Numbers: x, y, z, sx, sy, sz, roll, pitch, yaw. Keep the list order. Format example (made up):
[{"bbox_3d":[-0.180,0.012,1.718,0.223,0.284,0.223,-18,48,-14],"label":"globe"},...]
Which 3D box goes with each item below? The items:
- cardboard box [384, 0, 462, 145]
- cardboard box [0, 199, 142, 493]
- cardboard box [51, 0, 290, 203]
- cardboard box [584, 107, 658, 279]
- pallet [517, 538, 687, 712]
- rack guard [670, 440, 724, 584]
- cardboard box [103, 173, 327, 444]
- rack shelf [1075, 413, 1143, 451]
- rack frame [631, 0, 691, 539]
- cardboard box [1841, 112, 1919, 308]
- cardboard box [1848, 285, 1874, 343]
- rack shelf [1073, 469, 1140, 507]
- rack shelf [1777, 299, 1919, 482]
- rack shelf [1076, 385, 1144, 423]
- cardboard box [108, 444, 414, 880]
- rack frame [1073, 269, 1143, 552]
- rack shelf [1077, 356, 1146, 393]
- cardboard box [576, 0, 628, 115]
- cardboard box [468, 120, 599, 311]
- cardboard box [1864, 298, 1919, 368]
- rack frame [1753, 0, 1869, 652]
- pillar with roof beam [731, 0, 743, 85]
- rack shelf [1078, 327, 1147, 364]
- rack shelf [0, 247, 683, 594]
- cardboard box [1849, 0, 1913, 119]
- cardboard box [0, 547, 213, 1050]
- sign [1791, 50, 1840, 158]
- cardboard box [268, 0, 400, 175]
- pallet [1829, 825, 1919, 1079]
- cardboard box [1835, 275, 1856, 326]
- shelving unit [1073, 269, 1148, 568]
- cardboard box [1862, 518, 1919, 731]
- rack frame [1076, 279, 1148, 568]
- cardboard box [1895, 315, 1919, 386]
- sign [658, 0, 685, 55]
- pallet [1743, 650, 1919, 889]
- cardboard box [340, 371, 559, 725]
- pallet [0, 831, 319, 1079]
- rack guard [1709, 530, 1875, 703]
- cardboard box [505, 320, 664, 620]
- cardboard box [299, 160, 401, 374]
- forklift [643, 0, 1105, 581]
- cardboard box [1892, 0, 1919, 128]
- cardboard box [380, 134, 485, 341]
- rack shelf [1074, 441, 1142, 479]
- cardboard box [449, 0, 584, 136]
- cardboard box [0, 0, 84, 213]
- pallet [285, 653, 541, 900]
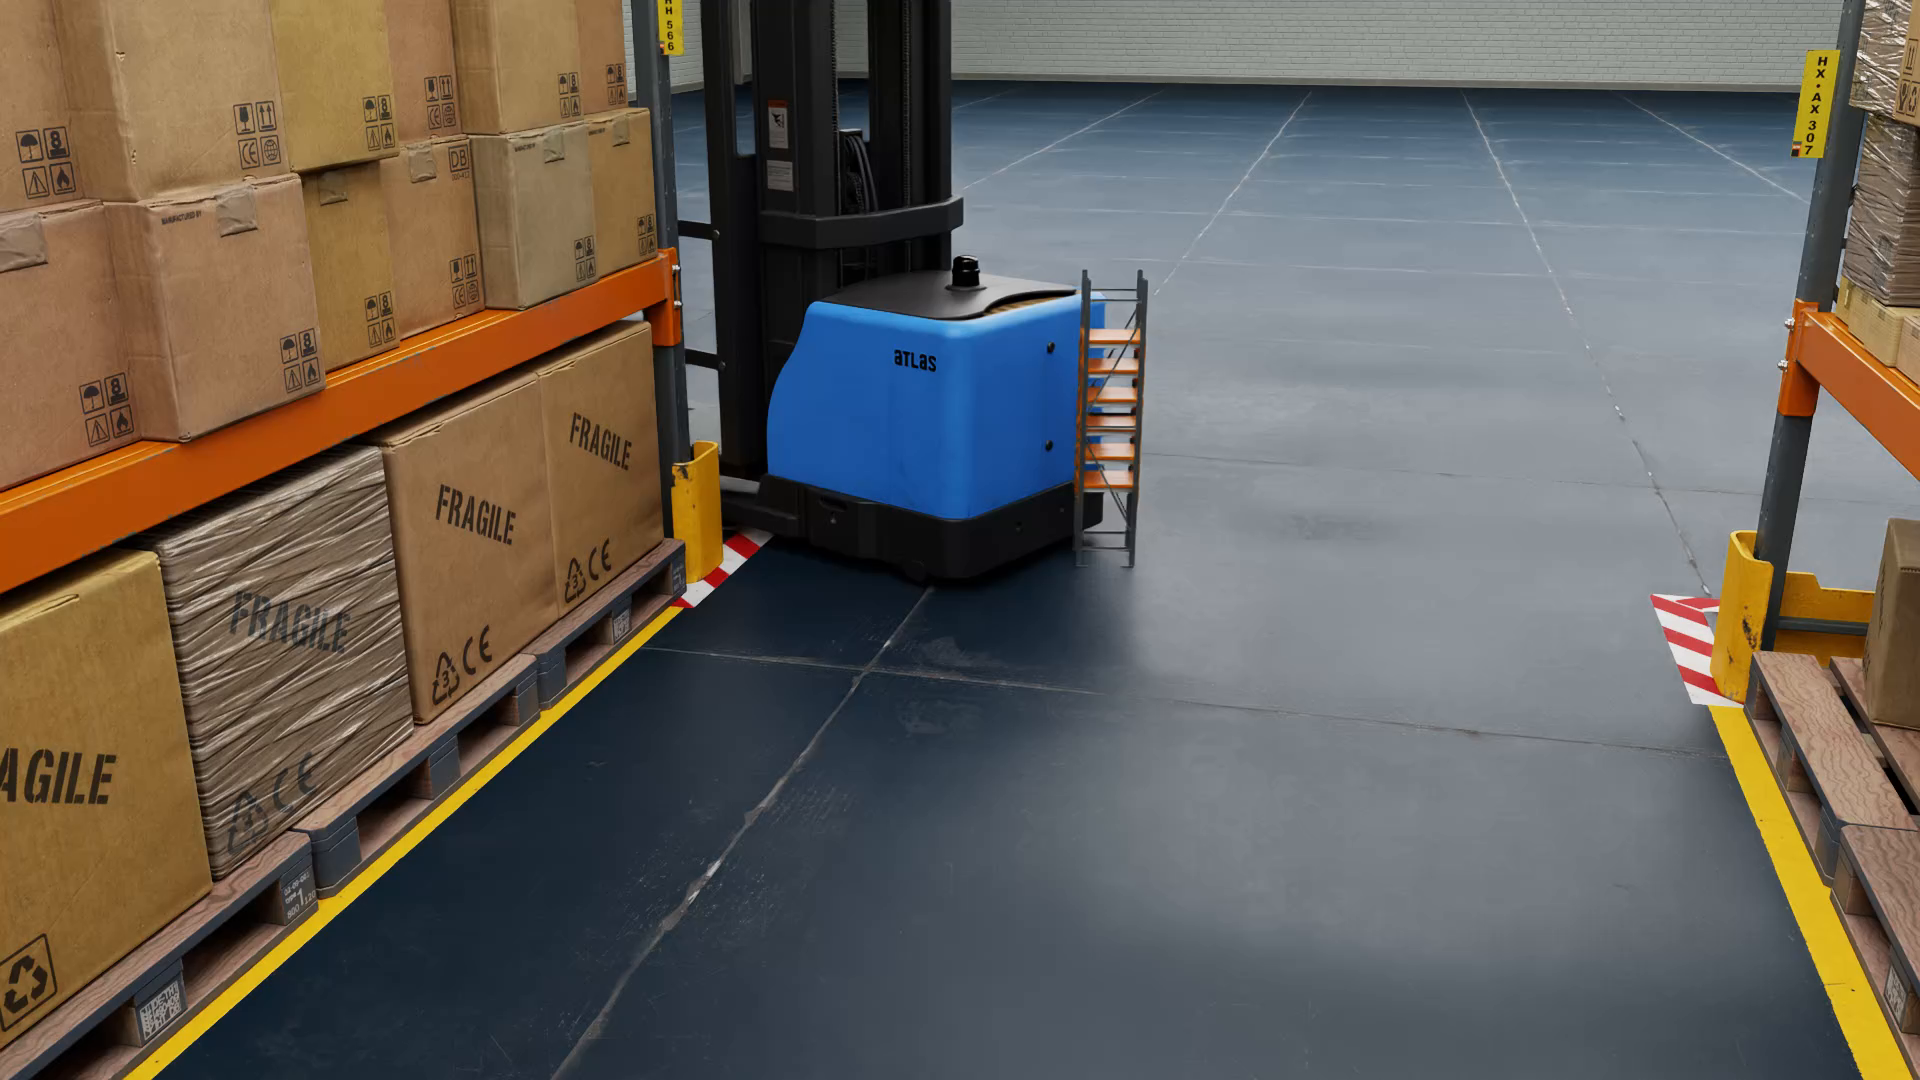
[{"bbox_3d":[-2.028,-1.455,4.905,0.875,0.550,0.550,5,19,13],"label":"cardboard box"},{"bbox_3d":[-2.372,-0.439,3.600,0.875,0.550,0.550,5,19,13],"label":"cardboard box"},{"bbox_3d":[-2.153,-1.112,3.901,0.875,0.550,0.550,5,19,13],"label":"cardboard box"},{"bbox_3d":[-1.633,-1.282,6.069,0.875,0.550,0.550,5,19,13],"label":"cardboard box"},{"bbox_3d":[-1.706,0.245,6.143,1.003,0.211,1.213,5,19,13],"label":"pallet"},{"bbox_3d":[-1.580,-0.156,6.870,1.175,0.500,0.348,5,19,13],"label":"rack guard"},{"bbox_3d":[-2.126,-0.599,4.069,0.875,0.550,0.550,5,19,13],"label":"cardboard box"},{"bbox_3d":[0.601,-0.437,6.734,0.258,0.103,0.180,0,21,-1],"label":"rack shelf"},{"bbox_3d":[-1.586,-1.331,6.444,1.000,3.000,0.127,5,19,13],"label":"rack frame"},{"bbox_3d":[3.038,-0.926,4.642,0.875,0.500,0.500,5,19,13],"label":"cardboard box"},{"bbox_3d":[2.818,-0.641,4.814,0.380,0.149,0.250,5,19,13],"label":"cardboard box"},{"bbox_3d":[0.599,-0.213,6.821,0.258,0.103,0.180,0,21,-1],"label":"rack shelf"},{"bbox_3d":[2.710,0.060,3.485,1.077,0.370,4.000,5,19,13],"label":"rack shelf"},{"bbox_3d":[0.602,-0.549,6.691,0.258,0.103,0.180,0,21,-1],"label":"rack shelf"},{"bbox_3d":[-2.125,0.255,4.438,0.875,0.875,0.875,5,19,14],"label":"cardboard box"},{"bbox_3d":[0.600,-0.512,6.803,0.240,1.200,0.006,0,21,-1],"label":"rack frame"},{"bbox_3d":[0.602,-0.661,6.647,0.258,0.103,0.180,0,21,-1],"label":"rack shelf"},{"bbox_3d":[-1.714,-1.800,5.914,0.875,0.550,0.550,5,19,13],"label":"cardboard box"},{"bbox_3d":[-1.746,-1.108,5.559,0.875,0.550,0.550,5,19,13],"label":"cardboard box"},{"bbox_3d":[2.743,-0.564,4.588,0.380,0.149,0.250,5,19,13],"label":"cardboard box"},{"bbox_3d":[3.199,-0.908,5.204,1.000,3.000,0.127,5,19,13],"label":"rack frame"},{"bbox_3d":[-0.765,-13.836,33.774,9.100,9.000,0.400,5,19,13],"label":"pillar with roof beam"},{"bbox_3d":[0.603,-0.773,6.604,0.258,0.103,0.180,0,21,-1],"label":"rack shelf"},{"bbox_3d":[-2.075,-0.364,4.725,1.077,0.370,4.000,5,19,13],"label":"rack shelf"},{"bbox_3d":[2.800,-1.418,4.537,0.500,0.500,0.500,5,19,13],"label":"cardboard box"},{"bbox_3d":[-2.342,0.538,3.610,0.875,0.875,0.875,5,19,14],"label":"cardboard box"},{"bbox_3d":[2.673,-1.360,5.190,0.100,0.325,0.005,5,19,13],"label":"sign"},{"bbox_3d":[-2.031,-1.279,4.389,0.875,0.550,0.500,5,19,13],"label":"cardboard box"},{"bbox_3d":[2.647,1.069,3.732,1.003,0.211,1.213,5,19,13],"label":"pallet"},{"bbox_3d":[2.898,-0.718,5.039,0.380,0.149,0.250,5,19,13],"label":"cardboard box"},{"bbox_3d":[0.601,-0.478,6.718,0.258,1.200,0.189,0,21,-1],"label":"shelving unit"},{"bbox_3d":[3.030,0.271,4.971,0.500,0.500,0.500,9,21,23],"label":"cardboard box"},{"bbox_3d":[0.602,-0.445,6.633,0.240,1.200,0.006,0,21,-1],"label":"rack frame"},{"bbox_3d":[2.702,-0.484,4.353,0.380,0.149,0.250,5,19,13],"label":"cardboard box"},{"bbox_3d":[-1.063,-1.944,6.080,0.100,0.325,0.005,5,19,13],"label":"sign"},{"bbox_3d":[2.948,0.688,4.848,1.003,0.211,1.213,5,19,13],"label":"pallet"},{"bbox_3d":[-1.901,-0.031,5.274,0.875,0.875,0.875,4,19,13],"label":"cardboard box"},{"bbox_3d":[-2.302,1.010,3.904,1.003,0.211,1.213,5,19,13],"label":"pallet"},{"bbox_3d":[3.180,0.299,5.539,1.175,0.500,0.348,5,19,13],"label":"rack guard"},{"bbox_3d":[-1.688,-0.307,6.082,0.875,0.875,0.875,5,19,14],"label":"cardboard box"},{"bbox_3d":[-2.094,-0.773,4.578,0.875,0.550,0.500,5,19,13],"label":"cardboard box"},{"bbox_3d":[-0.840,-1.593,7.317,3.031,2.935,1.130,15,24,37],"label":"forklift"},{"bbox_3d":[2.671,-1.262,4.080,0.500,0.500,0.500,5,19,13],"label":"cardboard box"},{"bbox_3d":[-2.005,-0.942,5.074,0.875,0.550,0.550,5,19,13],"label":"cardboard box"},{"bbox_3d":[0.600,-0.325,6.778,0.258,0.103,0.180,0,21,-1],"label":"rack shelf"},{"bbox_3d":[-1.759,-1.620,5.388,0.875,0.550,0.550,5,19,13],"label":"cardboard box"},{"bbox_3d":[-2.418,-0.954,3.437,0.875,0.550,0.550,5,19,13],"label":"cardboard box"},{"bbox_3d":[-2.006,0.627,5.027,1.003,0.211,1.213,5,19,13],"label":"pallet"}]
